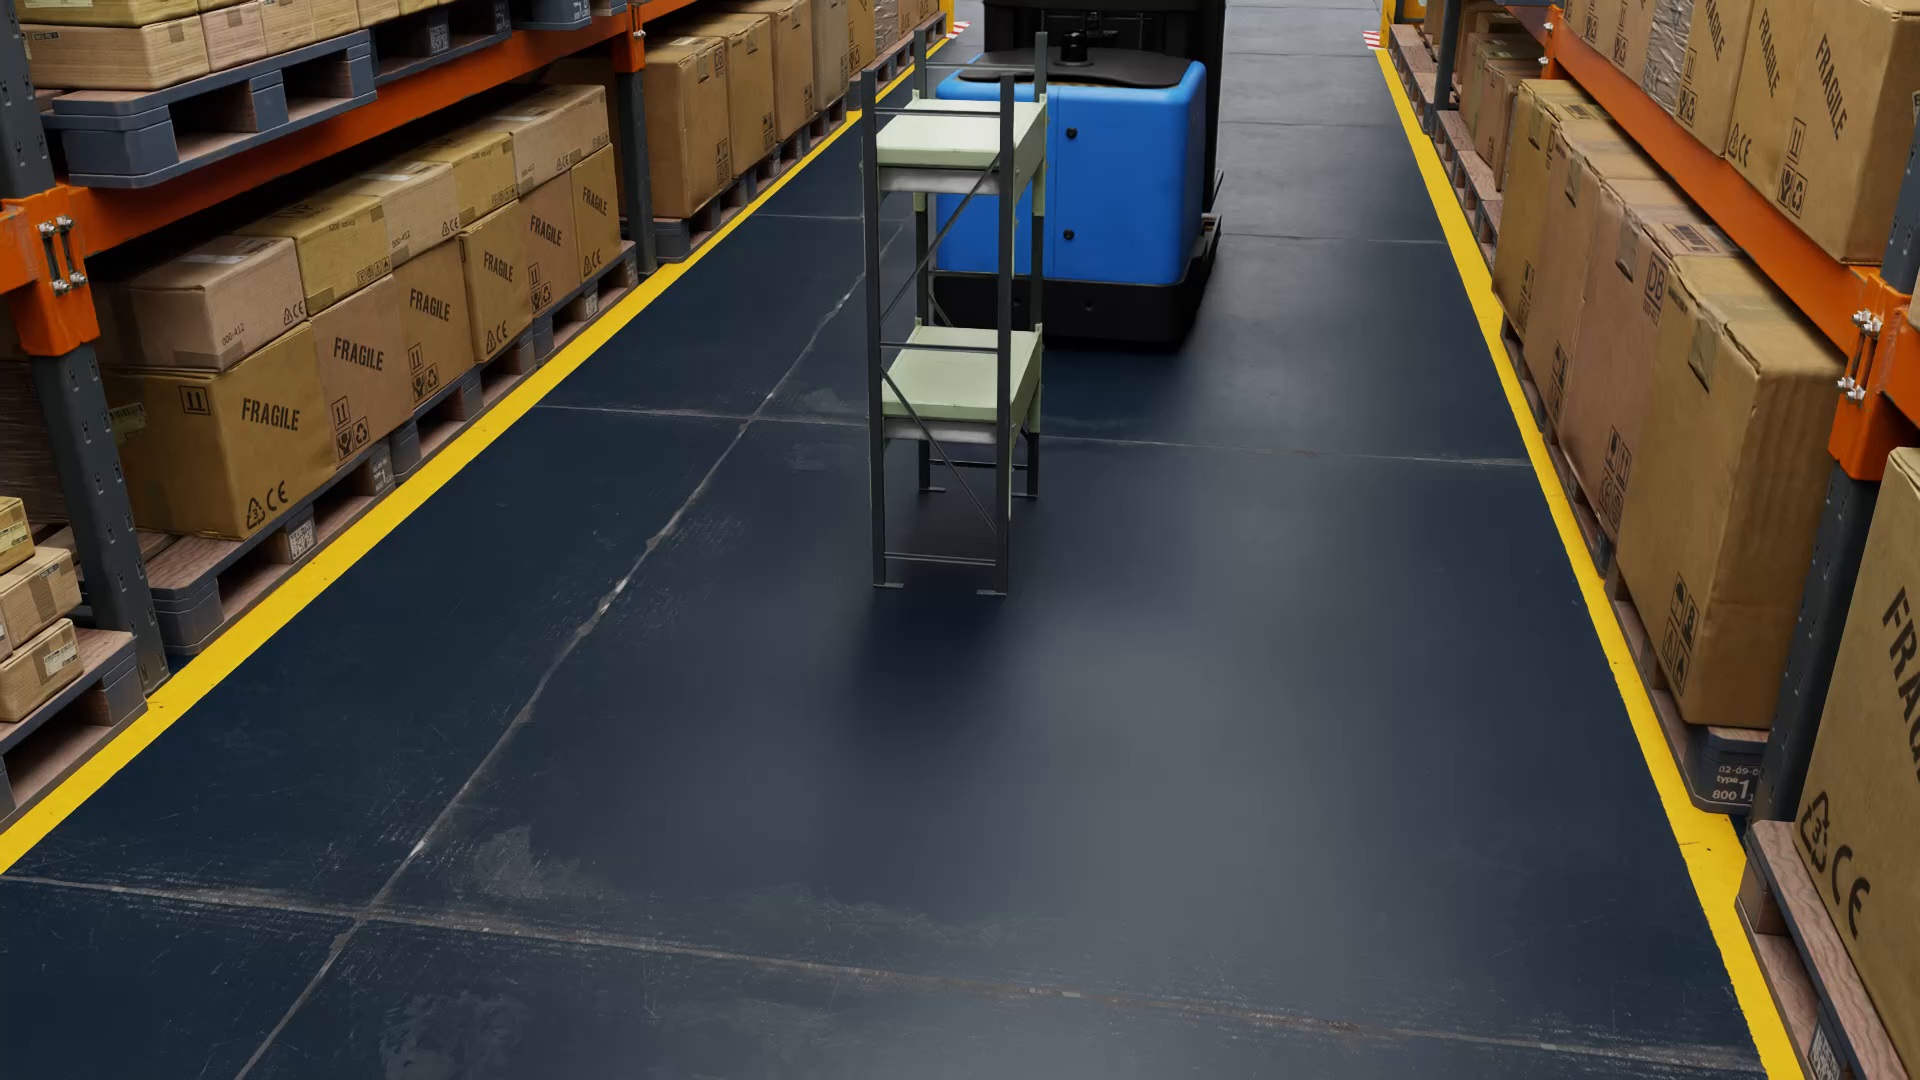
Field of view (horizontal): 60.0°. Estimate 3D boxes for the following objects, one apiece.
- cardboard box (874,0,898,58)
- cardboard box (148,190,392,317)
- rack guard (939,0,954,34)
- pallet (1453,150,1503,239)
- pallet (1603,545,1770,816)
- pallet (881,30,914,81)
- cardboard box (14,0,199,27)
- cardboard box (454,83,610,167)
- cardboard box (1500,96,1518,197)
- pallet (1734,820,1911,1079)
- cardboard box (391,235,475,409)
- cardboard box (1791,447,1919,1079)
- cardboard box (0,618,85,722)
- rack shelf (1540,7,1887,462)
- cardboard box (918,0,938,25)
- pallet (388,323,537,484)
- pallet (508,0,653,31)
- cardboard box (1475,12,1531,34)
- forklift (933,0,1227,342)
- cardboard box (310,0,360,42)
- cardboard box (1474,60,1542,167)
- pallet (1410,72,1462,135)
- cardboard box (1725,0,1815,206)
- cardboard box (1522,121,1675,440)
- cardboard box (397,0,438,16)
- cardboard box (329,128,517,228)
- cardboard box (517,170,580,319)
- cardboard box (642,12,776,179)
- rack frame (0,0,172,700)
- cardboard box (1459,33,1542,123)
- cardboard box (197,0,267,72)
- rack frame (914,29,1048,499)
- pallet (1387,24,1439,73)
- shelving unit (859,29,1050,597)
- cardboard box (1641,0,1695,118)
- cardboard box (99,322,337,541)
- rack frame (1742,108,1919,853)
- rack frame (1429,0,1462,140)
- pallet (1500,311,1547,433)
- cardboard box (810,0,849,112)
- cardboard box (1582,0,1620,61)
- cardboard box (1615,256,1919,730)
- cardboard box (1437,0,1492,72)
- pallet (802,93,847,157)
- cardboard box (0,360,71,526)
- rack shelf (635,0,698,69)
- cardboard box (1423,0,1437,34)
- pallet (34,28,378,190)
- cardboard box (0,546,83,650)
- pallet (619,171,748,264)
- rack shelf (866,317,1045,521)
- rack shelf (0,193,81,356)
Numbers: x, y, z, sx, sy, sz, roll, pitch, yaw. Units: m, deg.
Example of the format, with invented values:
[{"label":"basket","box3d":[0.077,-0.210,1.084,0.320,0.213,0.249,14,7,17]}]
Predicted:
[{"label":"cardboard box","box3d":[-0.993,-4.205,12.707,0.875,0.875,0.875,4,25,9]},{"label":"cardboard box","box3d":[-2.150,-0.907,5.219,0.500,0.250,0.500,5,25,10]},{"label":"rack guard","box3d":[-0.651,-4.893,15.113,1.175,0.500,0.348,4,25,9]},{"label":"pallet","box3d":[3.245,-1.856,8.966,1.003,0.211,1.213,4,25,9]},{"label":"pallet","box3d":[2.312,0.325,4.307,1.003,0.211,1.213,4,25,9]},{"label":"pallet","box3d":[-0.910,-3.903,13.340,1.003,0.211,1.213,4,25,9]},{"label":"cardboard box","box3d":[-2.098,-1.340,4.025,0.380,0.149,0.250,4,25,9]},{"label":"cardboard box","box3d":[-1.816,-1.763,7.046,0.500,0.250,0.500,3,25,7]},{"label":"cardboard box","box3d":[3.082,-1.865,8.125,0.700,0.500,0.500,2,25,4]},{"label":"pallet","box3d":[2.059,0.965,2.939,1.003,0.211,1.213,4,25,9]},{"label":"cardboard box","box3d":[-2.077,-0.786,5.845,0.500,0.500,0.500,4,25,9]},{"label":"cardboard box","box3d":[2.074,0.432,2.799,0.875,0.875,0.875,4,25,9]},{"label":"cardboard box","box3d":[-2.344,0.292,3.954,0.380,0.149,0.250,4,25,9]},{"label":"rack shelf","box3d":[2.587,-1.121,4.955,1.077,0.370,4.000,4,25,9]},{"label":"cardboard box","box3d":[-0.701,-4.955,14.308,0.875,0.875,0.875,4,25,9]},{"label":"pallet","box3d":[-2.293,-0.571,6.220,1.003,0.211,1.213,4,25,9]},{"label":"pallet","box3d":[-1.974,-2.277,6.802,1.213,0.211,1.003,4,25,9]},{"label":"cardboard box","box3d":[3.673,-3.179,10.956,0.500,0.500,0.500,3,25,7]},{"label":"forklift","box3d":[0.704,-2.736,7.639,1.130,2.935,3.031,5,26,11]},{"label":"cardboard box","box3d":[-1.972,-1.531,4.784,0.380,0.149,0.250,4,25,9]},{"label":"cardboard box","box3d":[3.259,-2.336,9.131,0.700,0.500,0.500,2,25,4]},{"label":"pallet","box3d":[3.643,-2.977,11.360,1.003,0.211,1.213,4,25,9]},{"label":"cardboard box","box3d":[2.155,-1.077,3.894,0.500,0.500,0.500,5,26,10]},{"label":"cardboard box","box3d":[2.628,-0.852,5.542,1.225,0.875,0.875,4,25,9]},{"label":"cardboard box","box3d":[-1.890,-1.752,5.256,0.380,0.149,0.250,4,25,8]},{"label":"cardboard box","box3d":[-1.986,-1.339,6.141,0.500,0.250,0.500,5,25,10]},{"label":"cardboard box","box3d":[-1.901,-1.217,6.765,0.500,0.500,0.500,5,26,11]},{"label":"cardboard box","box3d":[-1.635,-2.455,9.114,1.050,0.750,0.750,4,25,9]},{"label":"rack frame","box3d":[-2.616,-0.996,3.840,1.000,3.000,0.127,4,25,9]},{"label":"cardboard box","box3d":[3.447,-2.768,10.055,0.700,0.500,0.500,2,25,4]},{"label":"cardboard box","box3d":[-2.058,-1.322,4.337,0.380,0.149,0.250,4,25,9]},{"label":"rack frame","box3d":[0.061,-0.835,5.265,0.400,1.500,0.023,4,25,9]},{"label":"pallet","box3d":[4.042,-3.997,13.540,1.003,0.211,1.213,4,25,9]},{"label":"shelving unit","box3d":[0.001,-0.682,4.938,0.431,1.500,0.755,4,25,9]},{"label":"cardboard box","box3d":[2.321,-1.505,4.808,0.500,0.500,0.500,4,25,9]},{"label":"cardboard box","box3d":[-2.234,-0.345,4.902,0.500,0.500,0.500,5,26,11]},{"label":"rack frame","box3d":[2.261,-0.610,3.015,1.000,3.000,0.127,4,25,9]},{"label":"rack frame","box3d":[3.568,-3.956,10.164,1.000,3.000,0.127,4,25,9]},{"label":"pallet","box3d":[2.711,-0.696,6.487,1.003,0.211,1.213,4,25,9]},{"label":"cardboard box","box3d":[-1.321,-3.247,10.808,1.050,0.750,0.750,4,25,8]},{"label":"cardboard box","box3d":[2.484,-1.928,5.713,0.500,0.500,0.500,3,25,7]},{"label":"cardboard box","box3d":[2.345,-0.107,3.952,1.225,0.875,0.875,4,25,9]},{"label":"cardboard box","box3d":[3.783,-3.684,12.035,0.500,0.500,0.500,2,25,4]},{"label":"pallet","box3d":[-1.360,-2.751,10.879,1.003,0.211,1.213,4,25,9]},{"label":"cardboard box","box3d":[-2.744,-0.381,4.979,0.500,0.500,0.500,4,25,8]},{"label":"rack shelf","box3d":[-1.636,-3.180,9.353,1.077,0.370,4.000,4,25,9]},{"label":"cardboard box","box3d":[4.103,-4.427,13.623,0.500,0.500,0.500,9,27,18]},{"label":"pallet","box3d":[-2.348,-1.219,4.542,1.003,0.211,1.213,4,25,9]},{"label":"cardboard box","box3d":[-2.354,0.124,3.964,0.380,0.149,0.250,5,25,10]},{"label":"pallet","box3d":[-1.759,-1.731,8.698,1.003,0.211,1.213,4,25,9]},{"label":"rack shelf","box3d":[0.001,-0.387,5.076,0.431,0.370,0.720,4,25,9]},{"label":"rack shelf","box3d":[-2.943,0.166,2.205,1.077,0.370,4.000,4,25,9]}]
